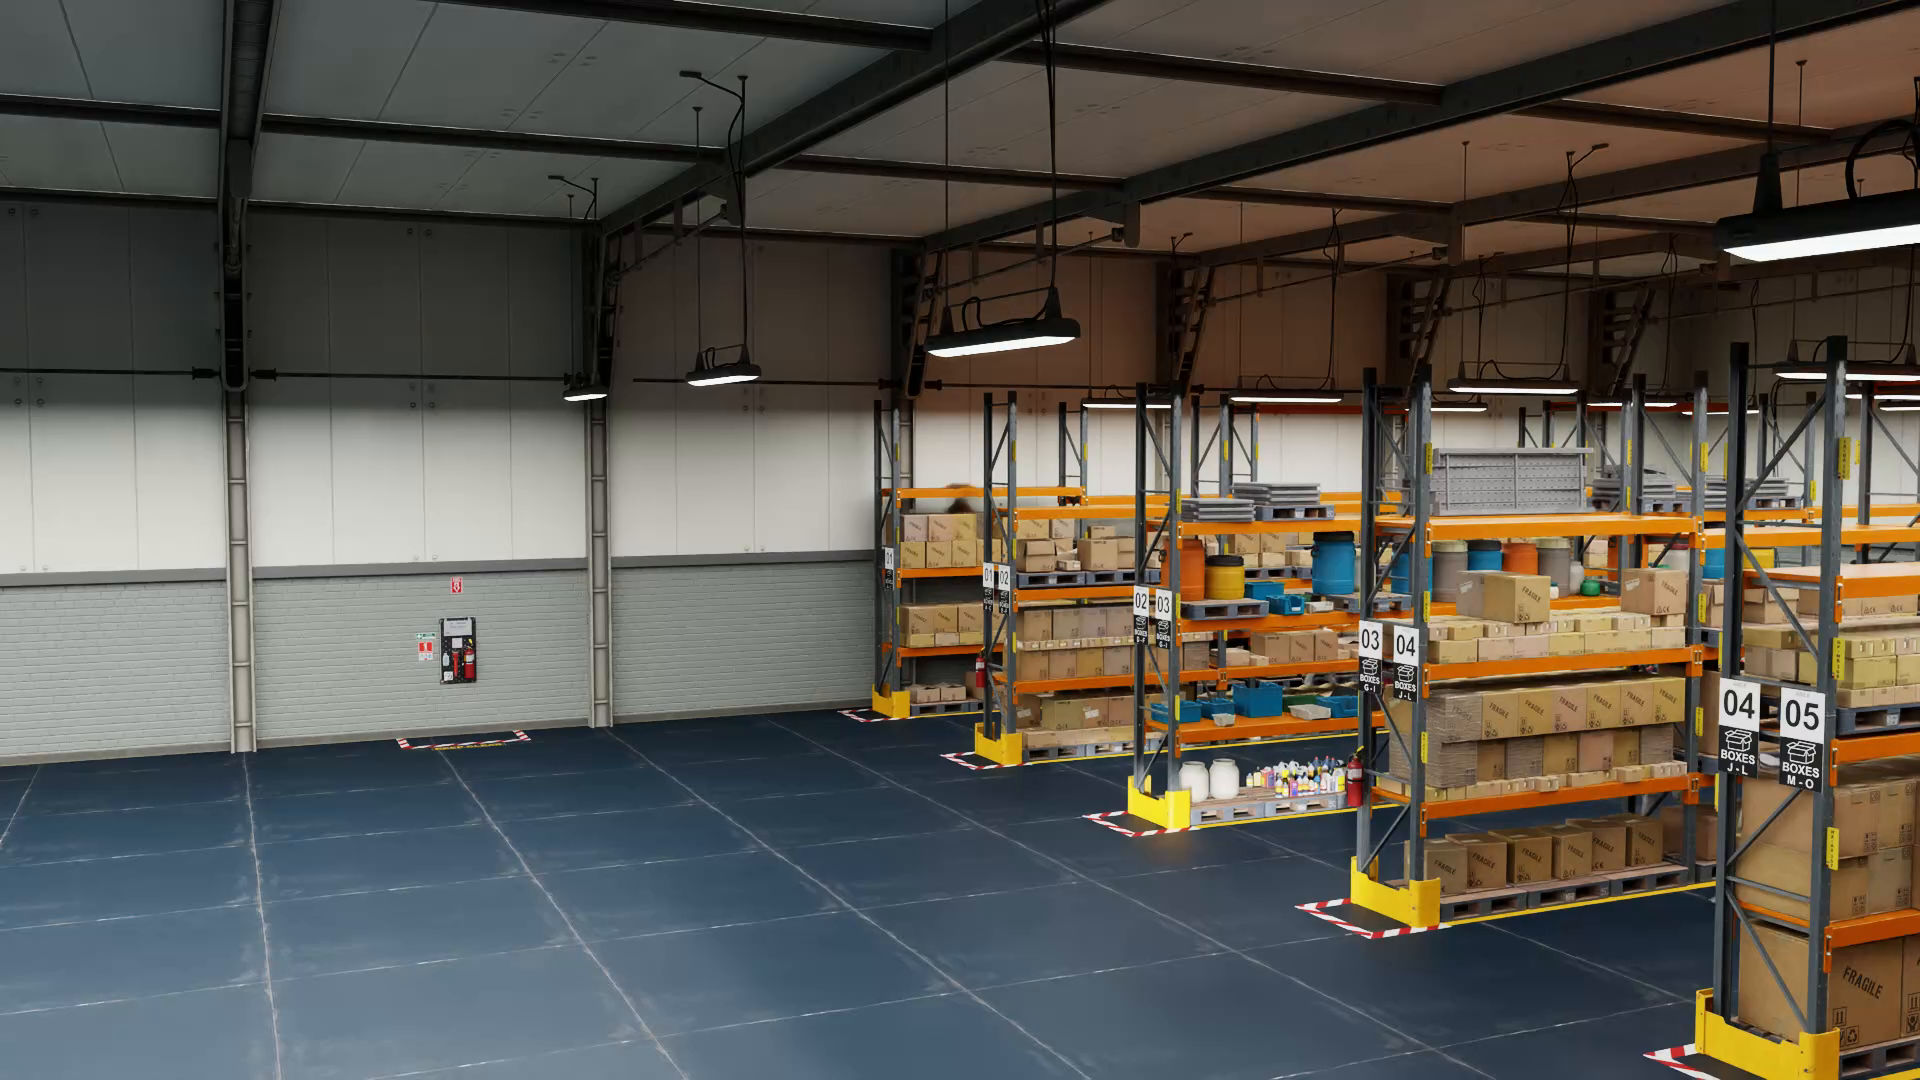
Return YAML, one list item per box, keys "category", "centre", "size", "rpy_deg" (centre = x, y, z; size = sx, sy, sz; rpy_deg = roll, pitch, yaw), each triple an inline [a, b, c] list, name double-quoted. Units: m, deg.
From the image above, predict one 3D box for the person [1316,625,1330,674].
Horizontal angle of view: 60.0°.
- category: "person"
  centre: [7.158, 2.373, 33.058]
  size: [1.114, 1.735, 0.587]
  rpy_deg: [-2, 4, -34]

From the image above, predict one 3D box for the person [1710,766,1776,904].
- category: "person"
  centre: [8.847, 3.247, 18.522]
  size: [0.866, 1.675, 0.584]
  rpy_deg: [1, 4, 21]

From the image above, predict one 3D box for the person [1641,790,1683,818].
- category: "person"
  centre: [9.426, 3.126, 22.196]
  size: [1.015, 1.498, 0.479]
  rpy_deg: [-2, 4, -26]
